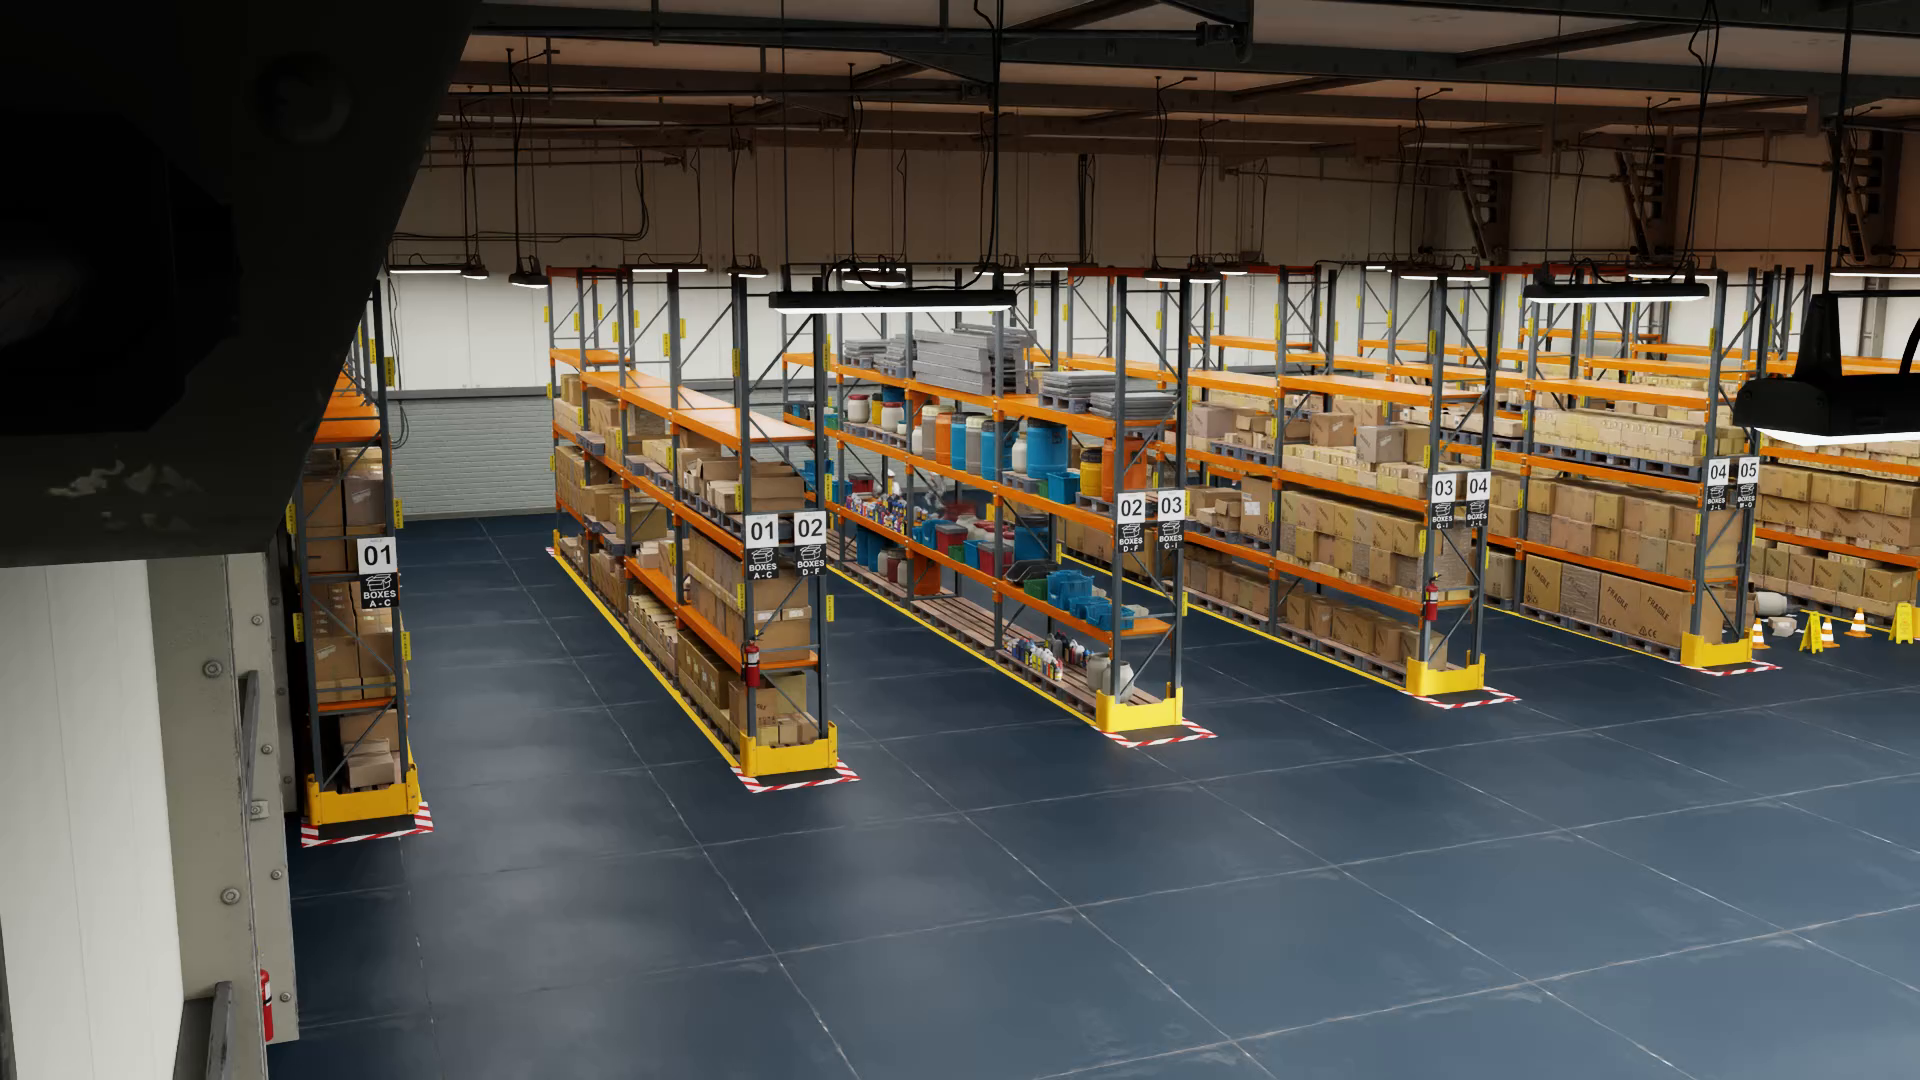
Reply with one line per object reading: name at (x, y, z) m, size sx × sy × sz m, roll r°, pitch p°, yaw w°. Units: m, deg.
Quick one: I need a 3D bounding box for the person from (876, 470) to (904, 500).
person at (-1.458, -0.619, 35.096) m, size 0.585 × 1.738 × 1.087 m, roll -7°, pitch 12°, yaw -36°

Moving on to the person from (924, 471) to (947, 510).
person at (-0.588, -1.624, 40.780) m, size 0.673 × 1.760 × 0.530 m, roll 4°, pitch 11°, yaw 20°

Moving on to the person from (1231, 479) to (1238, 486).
person at (7.485, -2.318, 45.074) m, size 0.455 × 1.648 × 0.755 m, roll 6°, pitch 11°, yaw 30°
